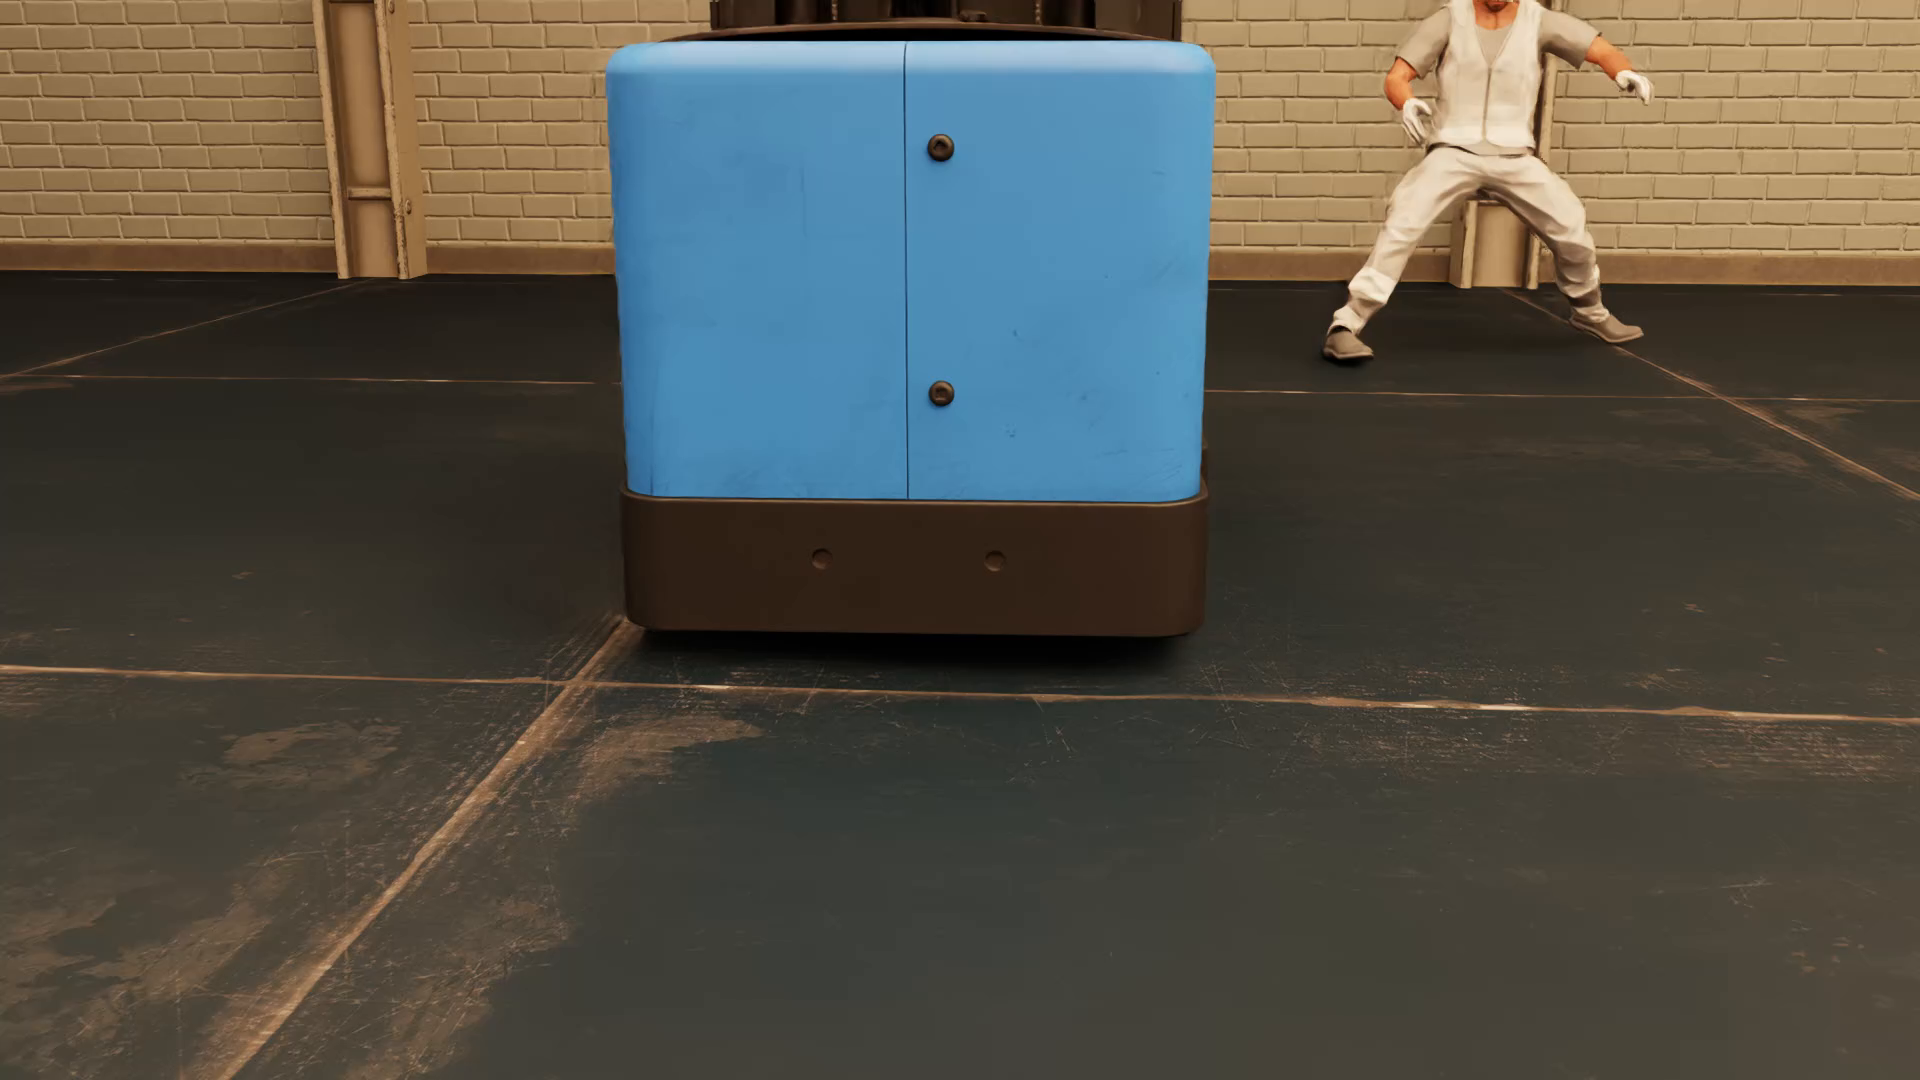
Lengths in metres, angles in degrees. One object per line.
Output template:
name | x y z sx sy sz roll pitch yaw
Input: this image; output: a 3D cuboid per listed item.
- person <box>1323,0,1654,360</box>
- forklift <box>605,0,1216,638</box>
person | 2.060 -1.490 6.283 1.264 1.573 0.949 3 15 11
forklift | -0.022 -1.575 4.022 1.130 2.935 3.031 1 15 2
